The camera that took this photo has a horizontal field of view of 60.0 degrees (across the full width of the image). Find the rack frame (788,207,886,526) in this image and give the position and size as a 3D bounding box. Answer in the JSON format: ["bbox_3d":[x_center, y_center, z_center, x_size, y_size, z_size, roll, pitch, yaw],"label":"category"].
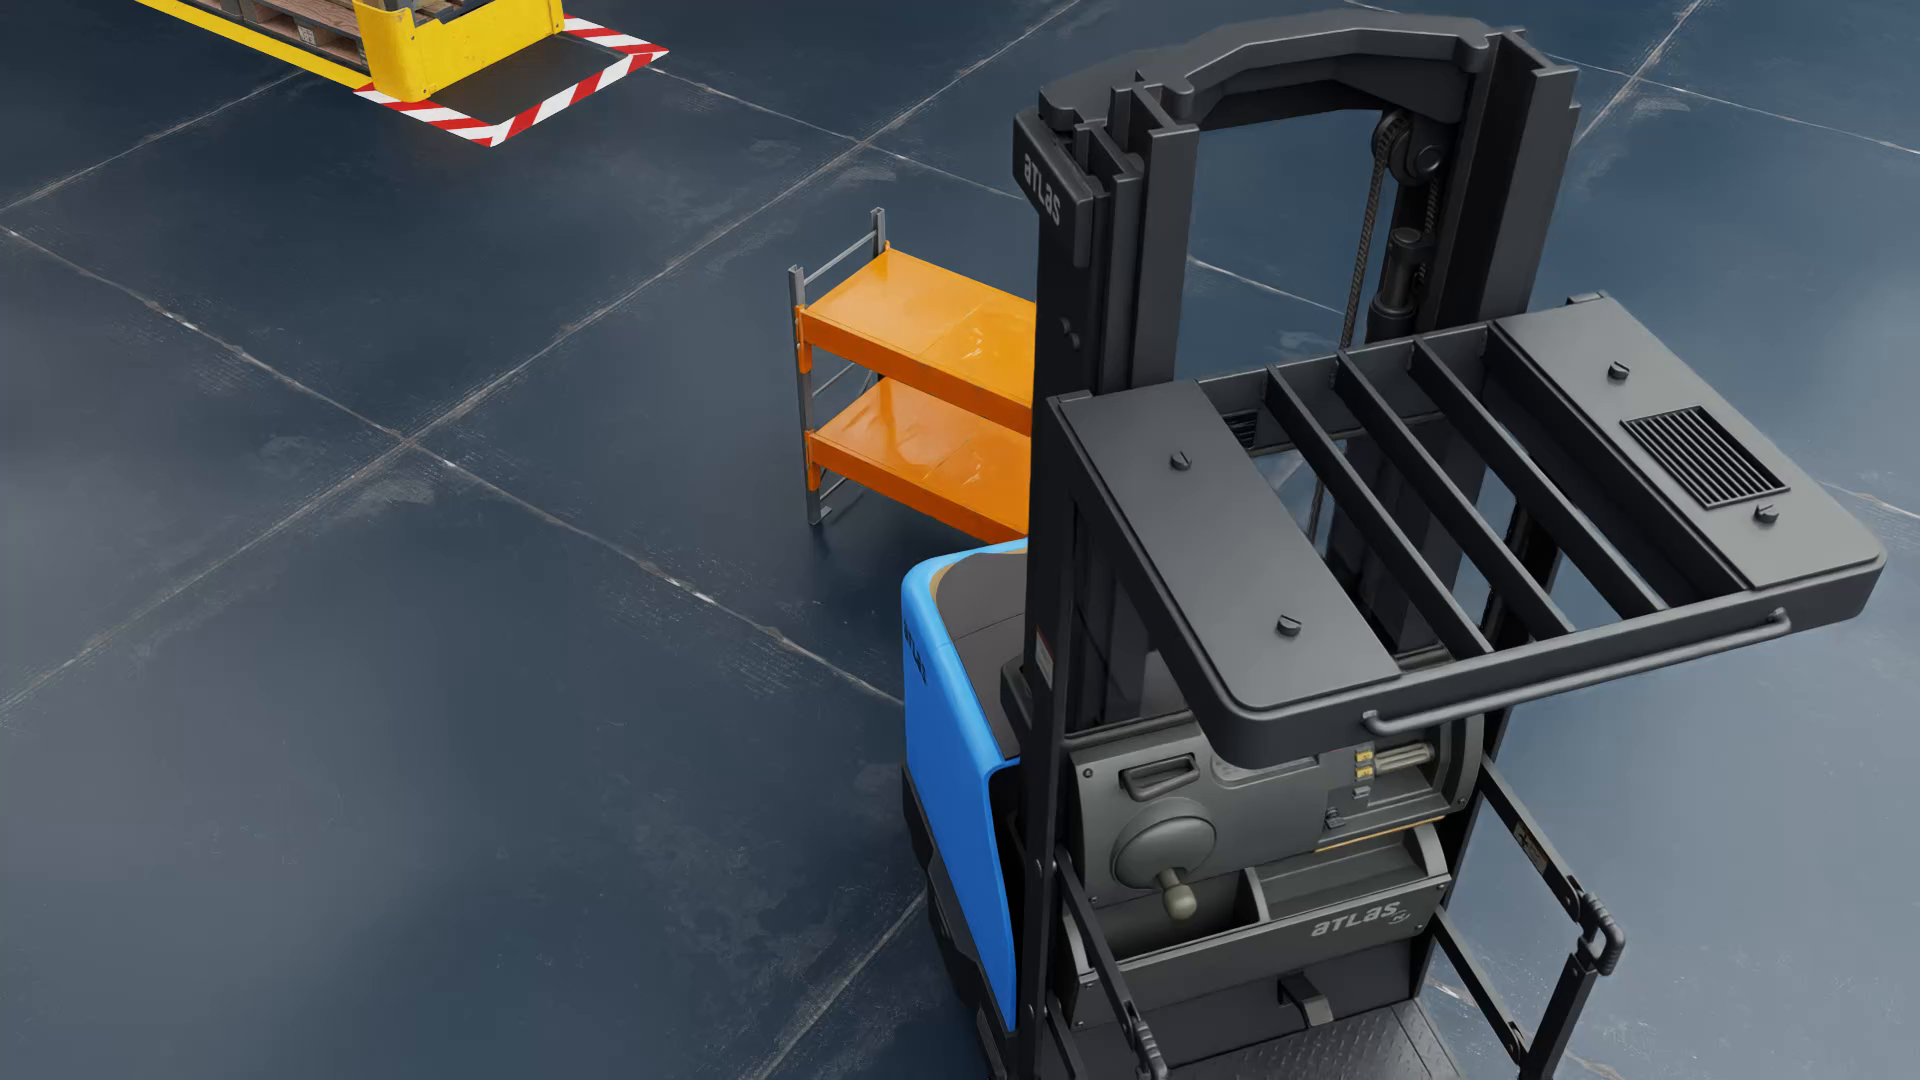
[{"bbox_3d":[-0.422,-0.616,6.095,0.032,1.125,0.500,25,48,25],"label":"rack frame"}]

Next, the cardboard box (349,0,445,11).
[{"bbox_3d":[-3.154,-3.257,9.200,0.500,0.500,0.500,-33,51,-31],"label":"cardboard box"}]

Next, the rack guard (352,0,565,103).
[{"bbox_3d":[-2.714,-2.881,9.095,0.348,0.500,1.175,25,48,25],"label":"rack guard"}]

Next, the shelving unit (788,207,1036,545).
[{"bbox_3d":[-0.006,-0.422,5.878,1.048,1.125,0.538,25,48,25],"label":"shelving unit"}]

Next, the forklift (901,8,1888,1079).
[{"bbox_3d":[0.752,0.612,3.368,1.130,2.935,3.031,-12,43,-13],"label":"forklift"}]

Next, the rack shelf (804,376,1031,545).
[{"bbox_3d":[-0.006,-0.240,6.041,1.000,0.278,0.538,25,48,25],"label":"rack shelf"}]

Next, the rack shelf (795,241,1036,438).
[{"bbox_3d":[-0.006,-0.640,5.683,1.000,0.278,0.538,25,48,25],"label":"rack shelf"}]

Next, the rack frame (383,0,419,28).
[{"bbox_3d":[-2.652,-3.784,8.229,0.127,3.000,1.000,25,48,25],"label":"rack frame"}]

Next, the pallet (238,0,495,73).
[{"bbox_3d":[-3.359,-3.104,9.560,1.213,0.211,1.003,25,48,25],"label":"pallet"}]

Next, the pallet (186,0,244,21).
[{"bbox_3d":[-4.354,-3.571,10.083,1.213,0.211,1.003,25,48,25],"label":"pallet"}]
